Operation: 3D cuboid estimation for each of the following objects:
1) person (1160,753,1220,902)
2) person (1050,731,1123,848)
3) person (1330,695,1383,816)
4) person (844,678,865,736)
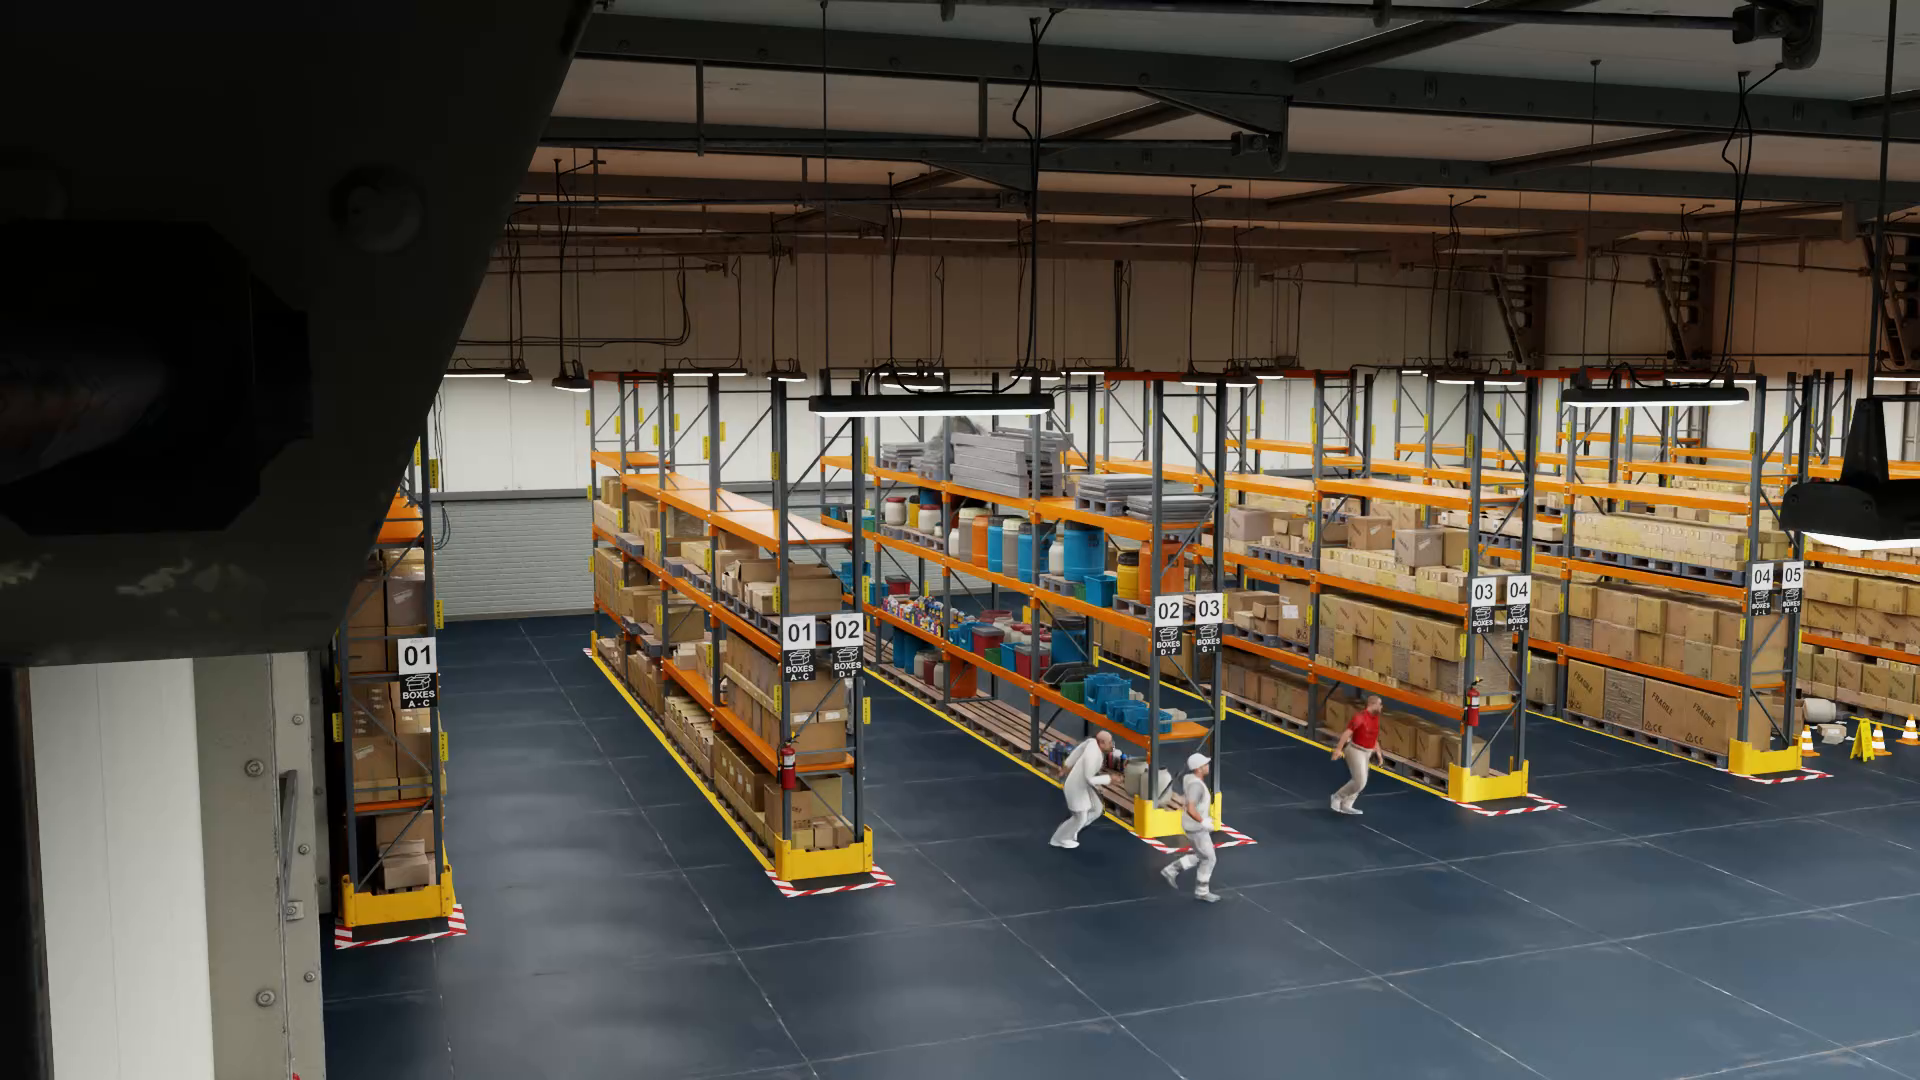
[{"bbox_3d":[2.673,3.326,19.199,0.697,1.758,0.698,1,6,5],"label":"person"},{"bbox_3d":[1.605,3.189,21.164,0.962,1.557,0.644,2,7,16],"label":"person"},{"bbox_3d":[5.456,2.956,22.864,0.588,1.682,0.714,5,8,37],"label":"person"},{"bbox_3d":[-1.950,2.422,27.819,0.614,1.649,0.727,-6,9,-41],"label":"person"}]
